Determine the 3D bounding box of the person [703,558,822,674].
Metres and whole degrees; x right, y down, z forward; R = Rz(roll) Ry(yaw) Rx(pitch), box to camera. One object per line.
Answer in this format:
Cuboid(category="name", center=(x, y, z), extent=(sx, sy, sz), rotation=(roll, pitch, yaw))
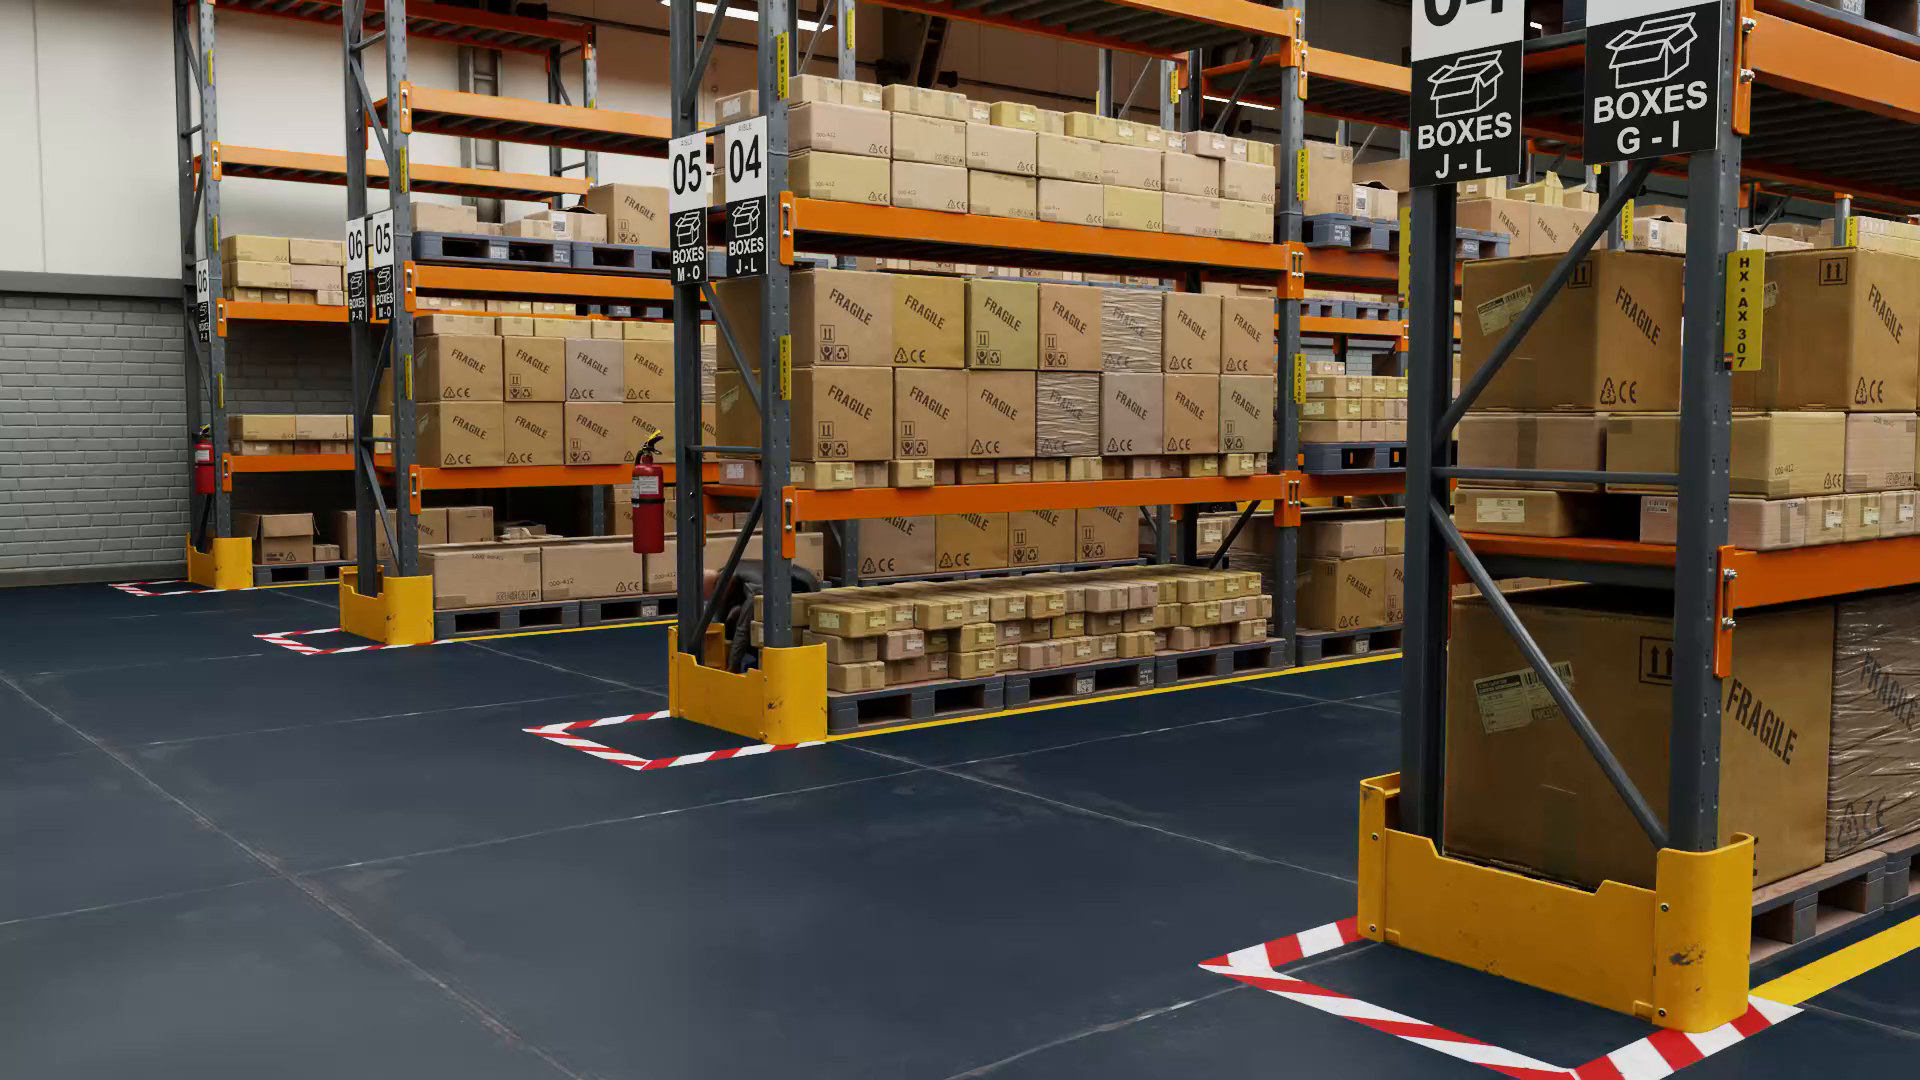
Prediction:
Cuboid(category="person", center=(-1.330, 0.511, 10.800), extent=(0.939, 0.790, 0.506), rotation=(-4, 6, -41))
